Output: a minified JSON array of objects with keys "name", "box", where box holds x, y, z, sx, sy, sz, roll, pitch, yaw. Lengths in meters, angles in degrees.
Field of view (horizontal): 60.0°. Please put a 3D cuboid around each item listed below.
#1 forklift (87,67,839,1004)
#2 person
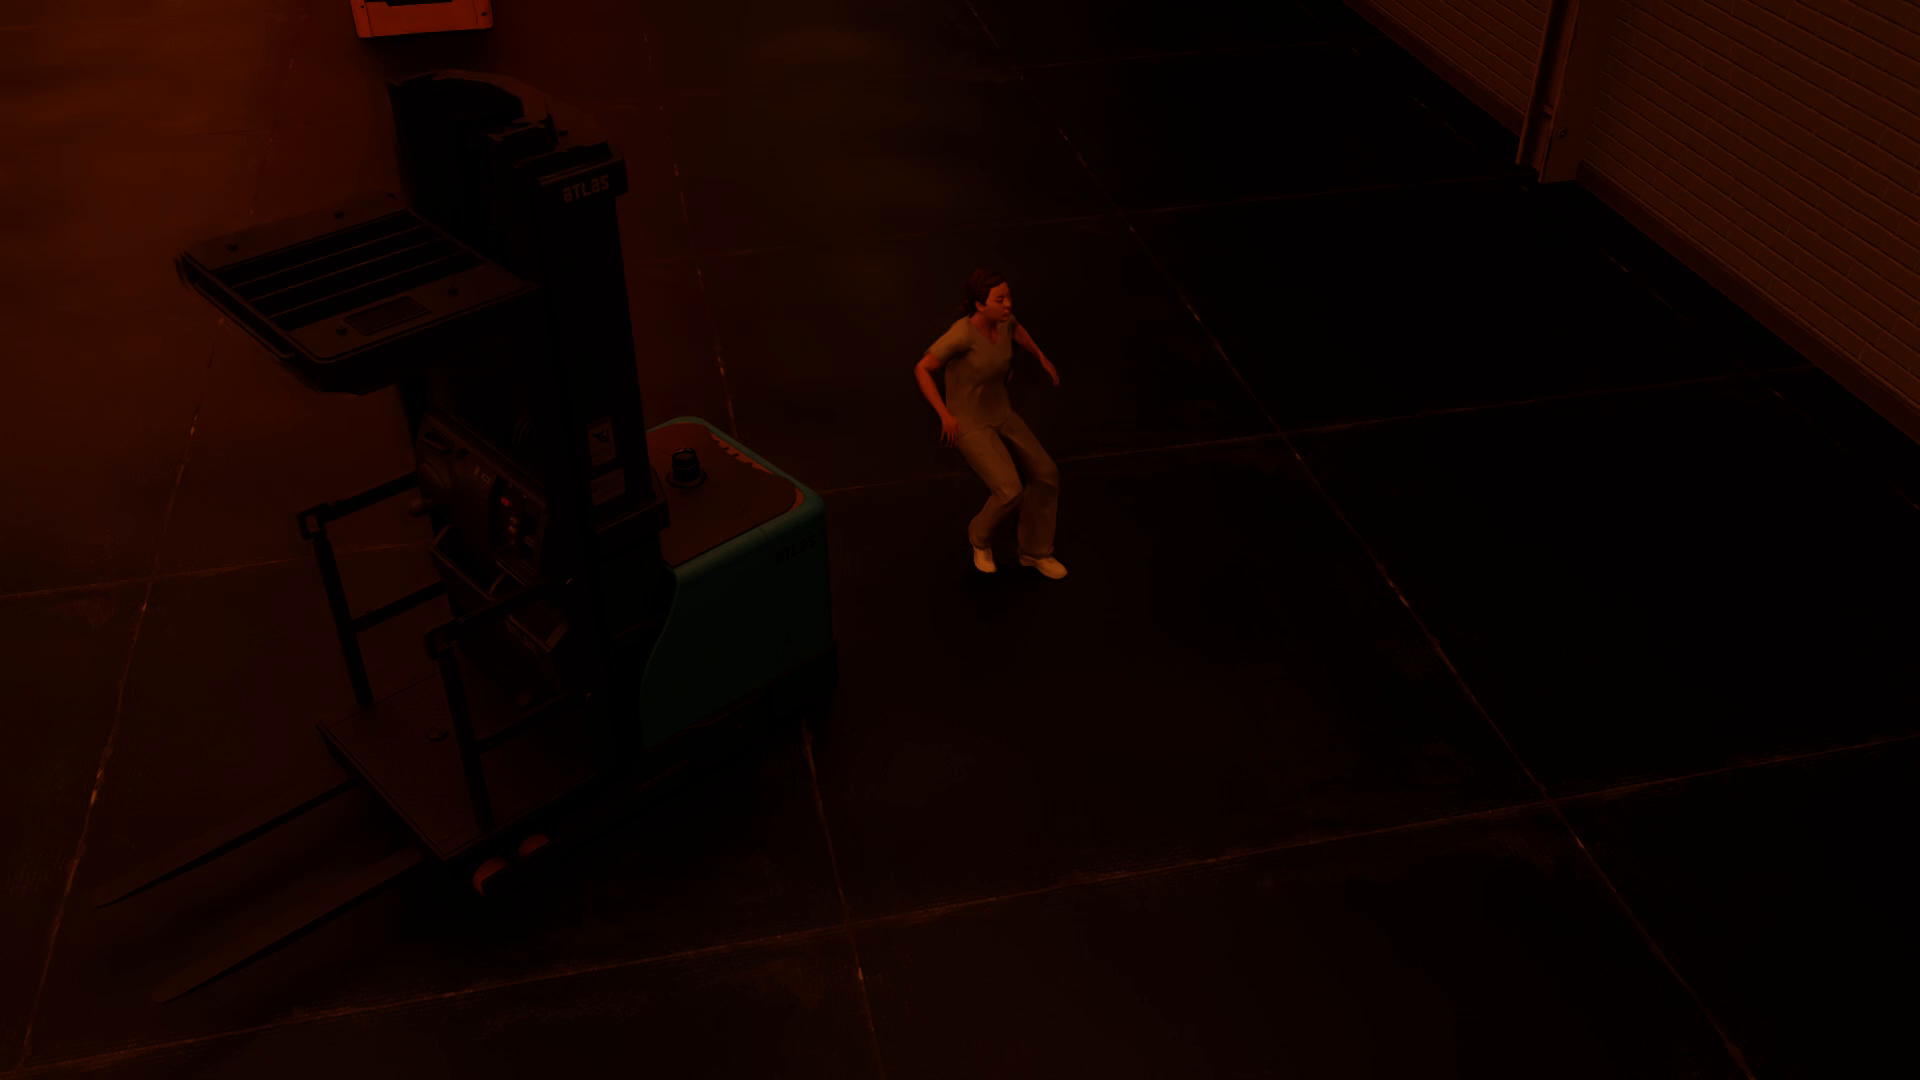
[{"name":"forklift","box":[-1.970,-0.110,6.204,3.031,2.935,1.130,-29,45,-34]},{"name":"person","box":[0.246,-0.532,7.964,0.681,1.564,0.901,28,44,33]}]
